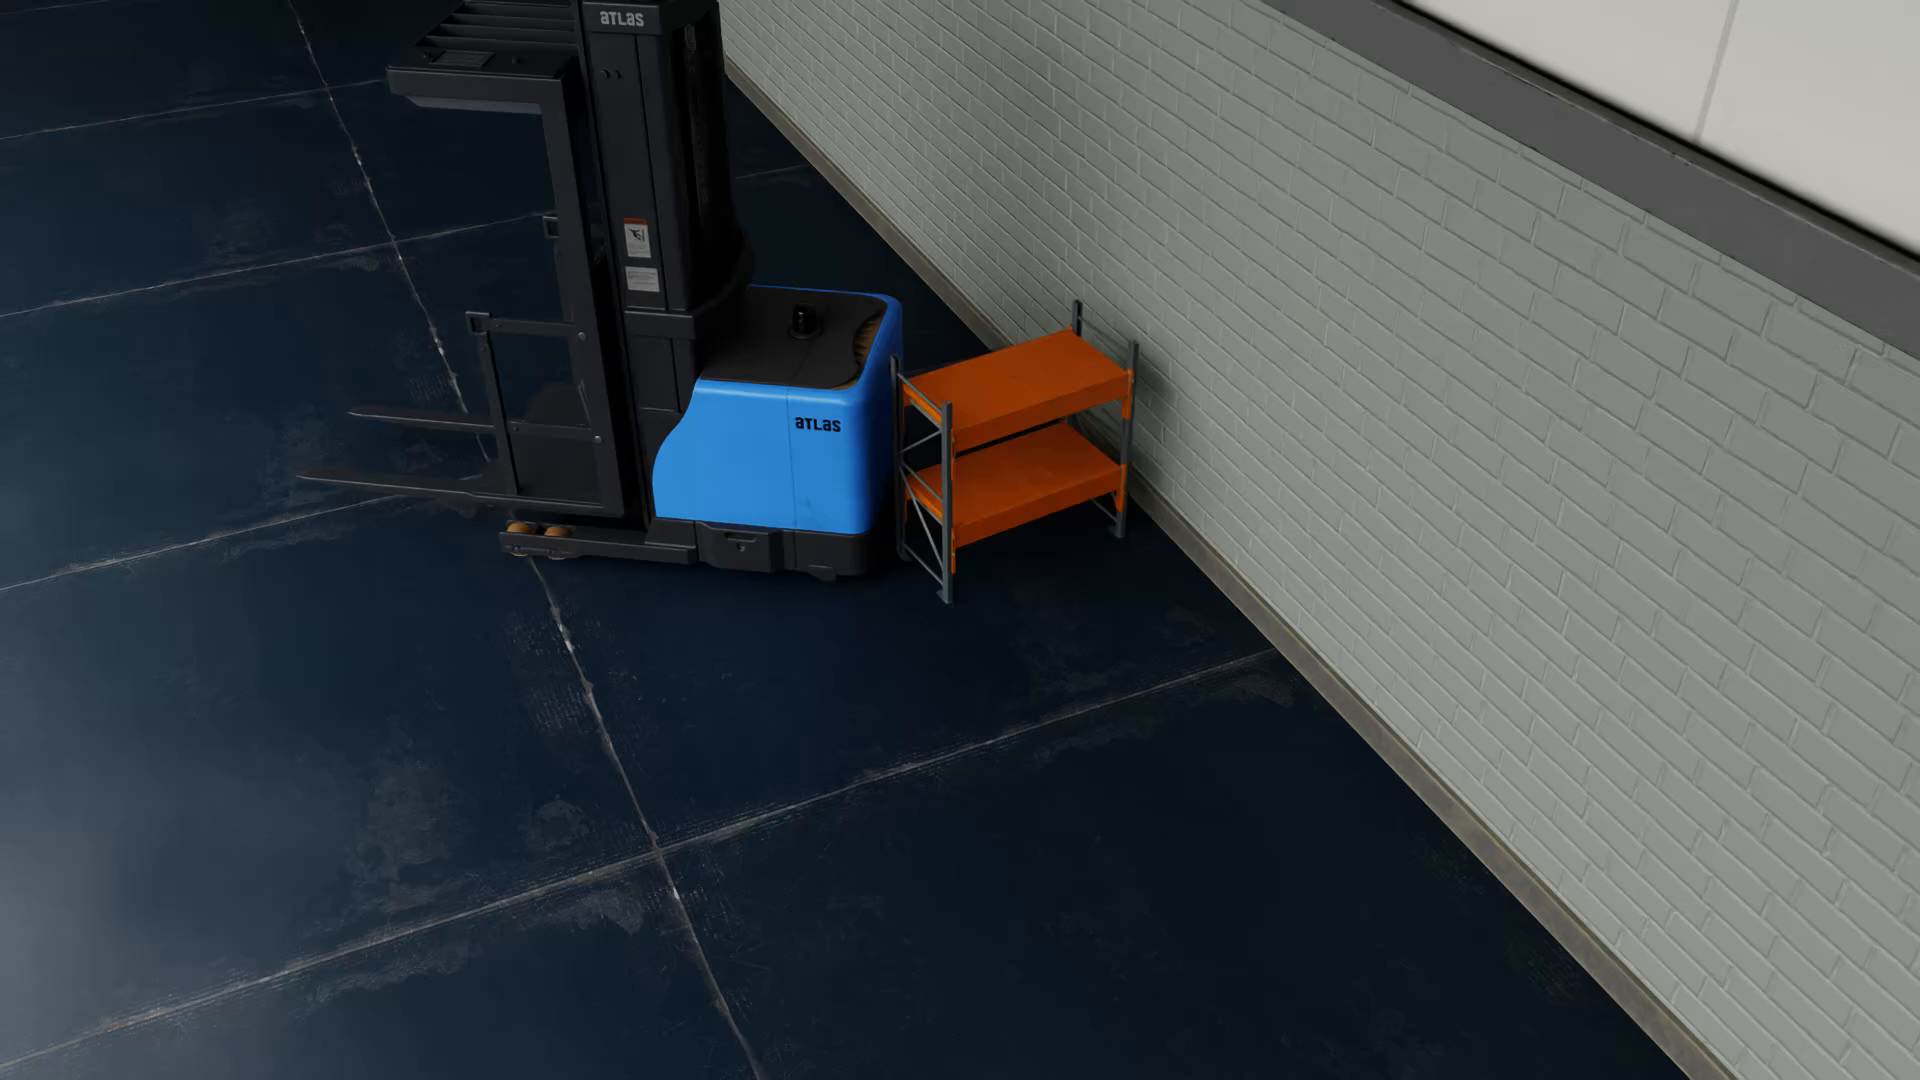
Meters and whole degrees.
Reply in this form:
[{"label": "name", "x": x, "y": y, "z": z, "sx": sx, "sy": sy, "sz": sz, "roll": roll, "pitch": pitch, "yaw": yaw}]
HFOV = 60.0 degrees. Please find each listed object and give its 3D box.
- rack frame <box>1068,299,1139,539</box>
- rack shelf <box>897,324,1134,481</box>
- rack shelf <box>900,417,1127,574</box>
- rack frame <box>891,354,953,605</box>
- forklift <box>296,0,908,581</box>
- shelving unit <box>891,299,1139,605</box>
[{"label": "rack frame", "x": 0.690, "y": -0.588, "z": 8.242, "sx": 0.032, "sy": 1.125, "sz": 0.500, "roll": -20, "pitch": 41, "yaw": -25}, {"label": "rack shelf", "x": 0.257, "y": -0.665, "z": 7.855, "sx": 1.000, "sy": 0.278, "sz": 0.538, "roll": -20, "pitch": 41, "yaw": -25}, {"label": "rack shelf", "x": 0.257, "y": -0.234, "z": 8.175, "sx": 1.000, "sy": 0.278, "sz": 0.538, "roll": -20, "pitch": 41, "yaw": -25}, {"label": "rack frame", "x": -0.177, "y": -0.272, "z": 7.816, "sx": 0.032, "sy": 1.125, "sz": 0.500, "roll": -20, "pitch": 41, "yaw": -25}, {"label": "forklift", "x": -1.834, "y": -1.382, "z": 7.796, "sx": 3.031, "sy": 2.935, "sz": 1.130, "roll": 5, "pitch": 37, "yaw": 7}, {"label": "shelving unit", "x": 0.257, "y": -0.430, "z": 8.029, "sx": 1.048, "sy": 1.125, "sz": 0.538, "roll": -20, "pitch": 41, "yaw": -25}]
